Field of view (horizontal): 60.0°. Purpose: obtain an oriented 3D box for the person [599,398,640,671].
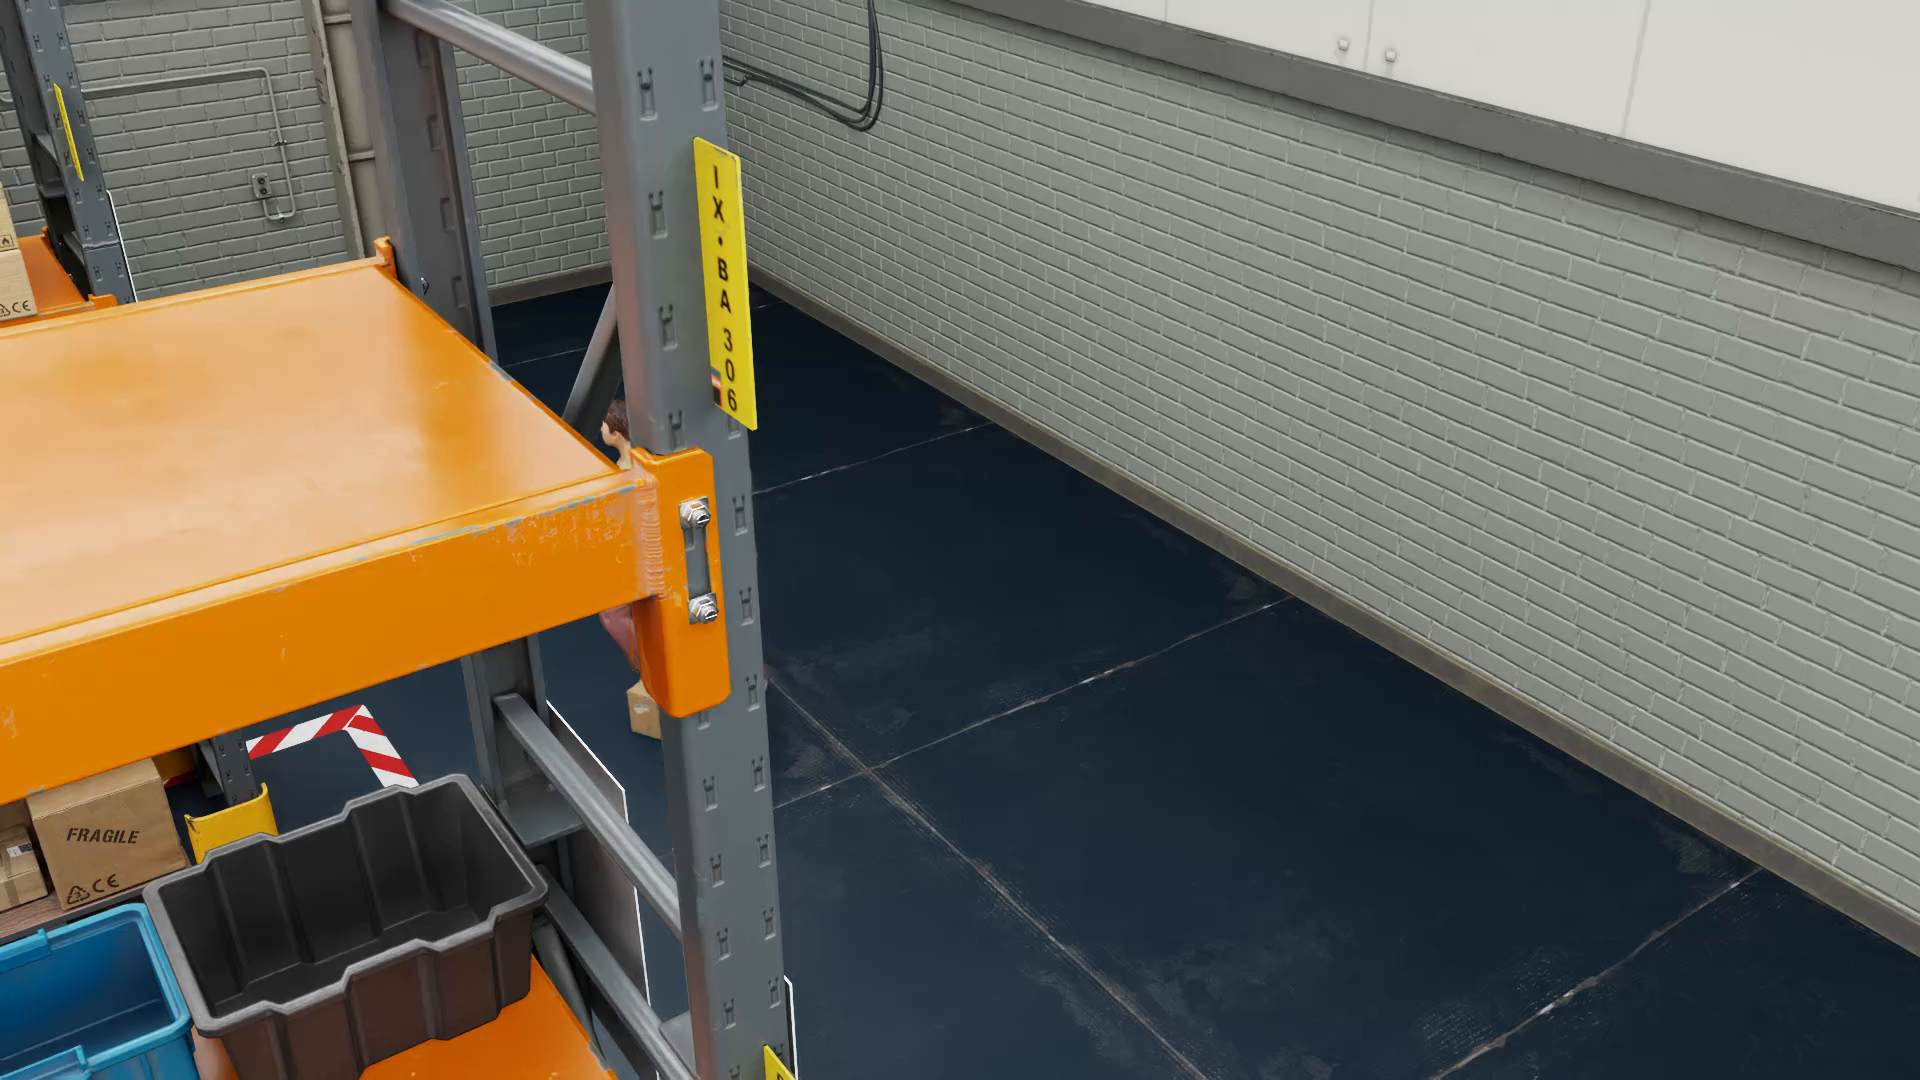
[{"bbox_3d":[-1.591,0.051,8.547,0.520,1.651,0.474,2,29,3],"label":"person"}]
